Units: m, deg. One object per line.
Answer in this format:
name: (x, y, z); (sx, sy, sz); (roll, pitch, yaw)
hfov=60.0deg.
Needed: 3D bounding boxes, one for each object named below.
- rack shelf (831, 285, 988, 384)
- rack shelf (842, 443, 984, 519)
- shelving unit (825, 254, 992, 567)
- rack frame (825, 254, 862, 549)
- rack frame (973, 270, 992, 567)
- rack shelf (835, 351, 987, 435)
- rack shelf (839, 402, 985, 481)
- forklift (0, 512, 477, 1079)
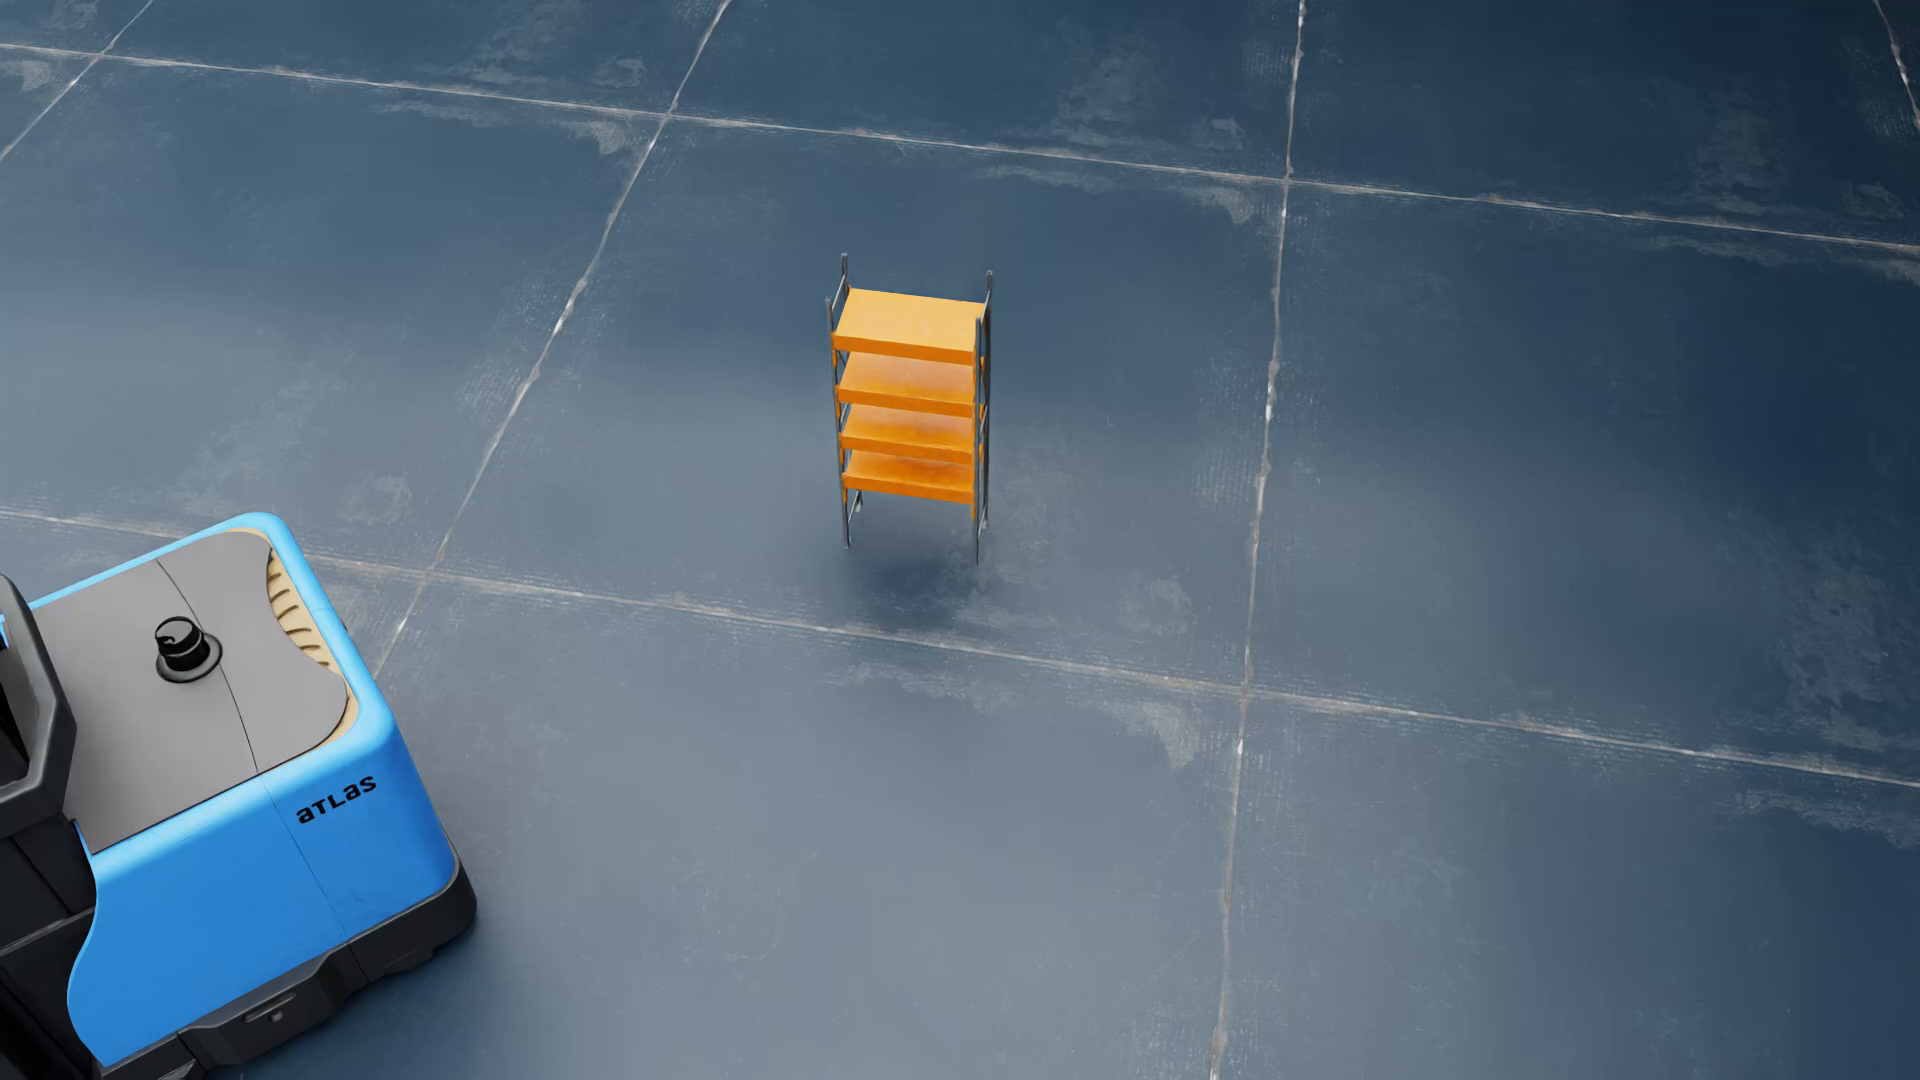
rack shelf: (-0.163, -0.686, 5.531); (0.480, 0.148, 0.258); (8, 49, 7)
rack shelf: (-0.163, -0.245, 6.021); (0.480, 0.148, 0.258); (8, 49, 7)
shelving unit: (-0.163, -0.423, 5.823); (0.503, 1.200, 0.258); (8, 49, 7)
rack frame: (-0.403, -0.455, 5.852); (0.015, 1.200, 0.240); (8, 49, 7)
rack frame: (0.077, -0.391, 5.794); (0.015, 1.200, 0.240); (8, 49, 7)
rack shelf: (-0.163, -0.527, 5.707); (0.480, 0.148, 0.258); (8, 49, 7)
rack shelf: (-0.163, -0.378, 5.873); (0.480, 0.148, 0.258); (8, 49, 7)
forklift: (-2.995, 0.546, 3.789); (3.031, 2.935, 1.130); (-27, 53, -22)
